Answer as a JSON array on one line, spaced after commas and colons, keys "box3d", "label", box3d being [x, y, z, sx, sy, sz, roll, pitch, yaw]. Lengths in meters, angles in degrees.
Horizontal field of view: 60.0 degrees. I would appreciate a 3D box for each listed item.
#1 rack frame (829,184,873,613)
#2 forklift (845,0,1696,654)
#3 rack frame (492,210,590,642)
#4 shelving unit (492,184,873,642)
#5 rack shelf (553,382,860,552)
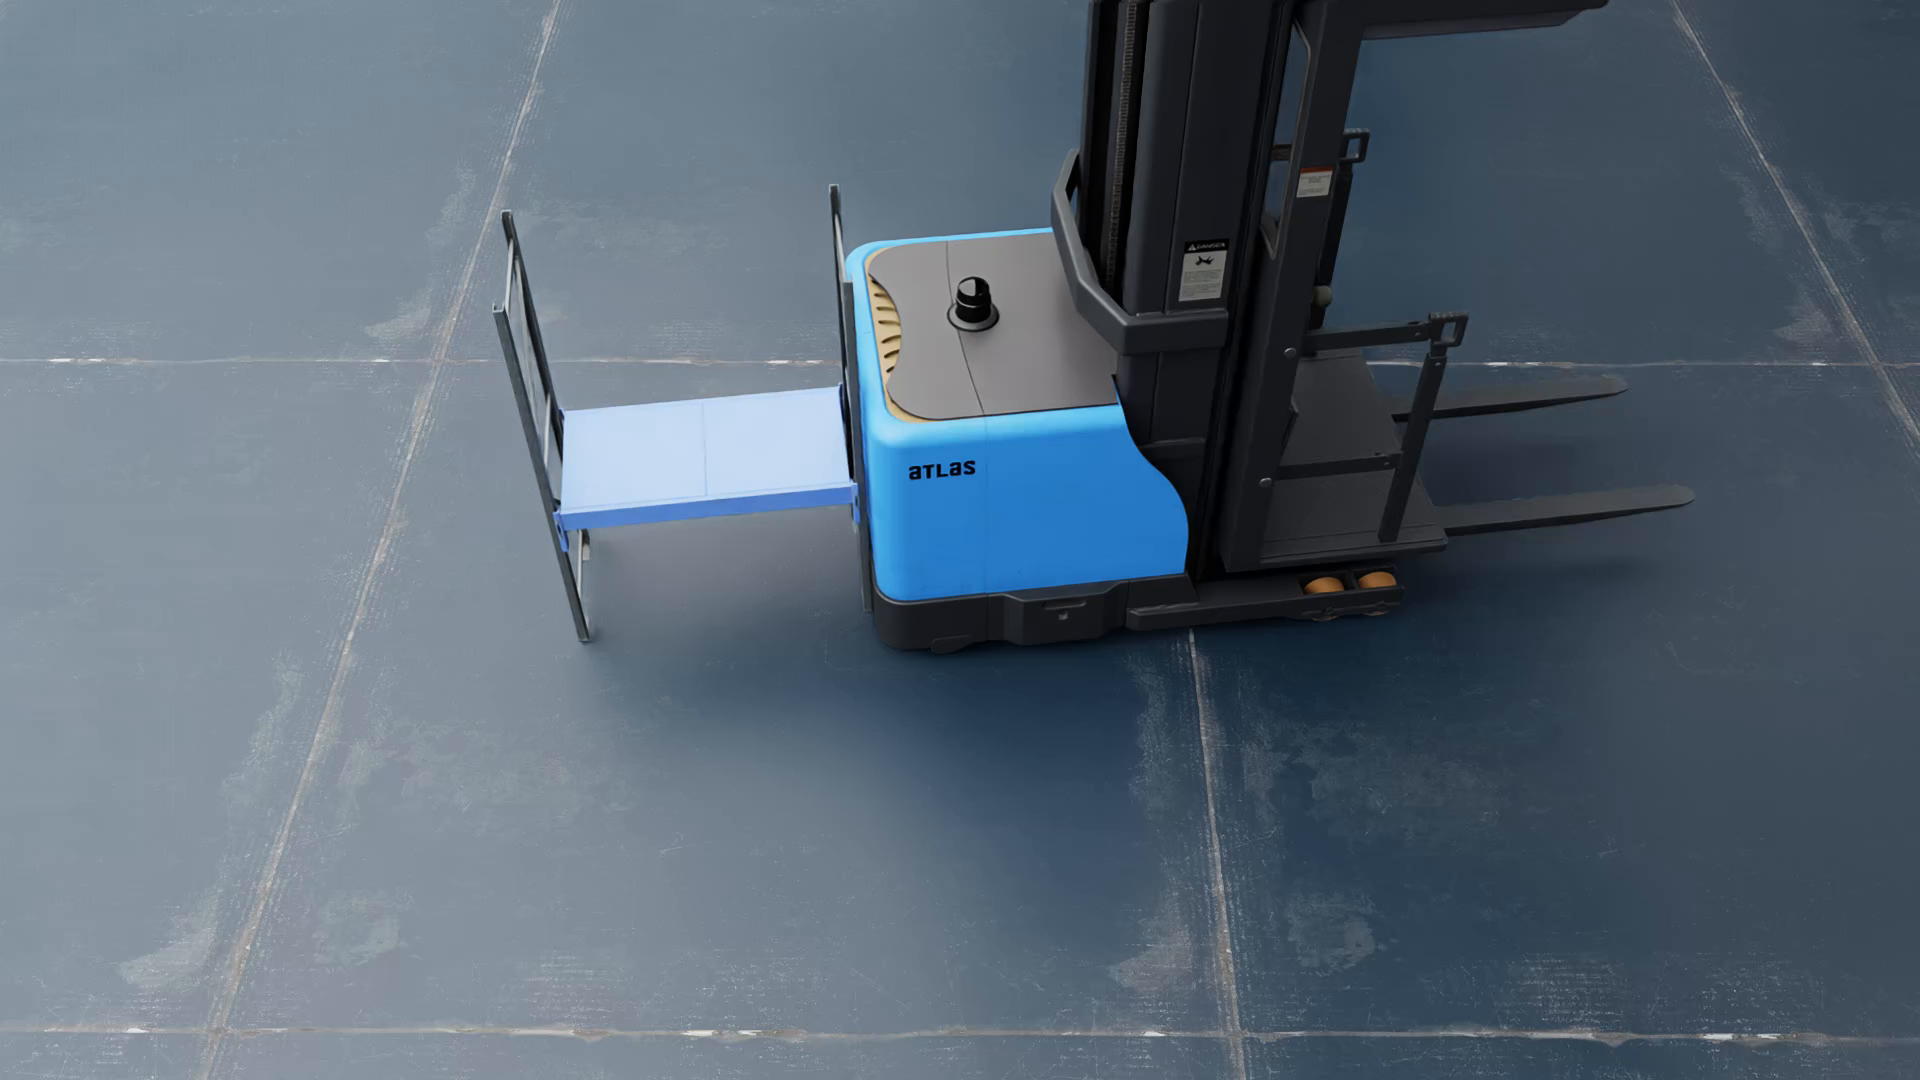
[{"box3d": [-0.365, -0.431, 5.626, 0.032, 1.500, 0.500, -6, 47, -5], "label": "rack frame"}, {"box3d": [1.149, -1.088, 5.260, 3.031, 2.935, 1.130, -6, 47, -5], "label": "forklift"}, {"box3d": [-1.372, -0.330, 5.533, 0.032, 1.500, 0.500, -6, 47, -5], "label": "rack frame"}, {"box3d": [-0.868, -0.381, 5.580, 1.048, 1.500, 0.538, -6, 47, -5], "label": "shelving unit"}, {"box3d": [-0.868, -0.258, 5.711, 1.000, 0.185, 0.538, -6, 47, -5], "label": "rack shelf"}]
